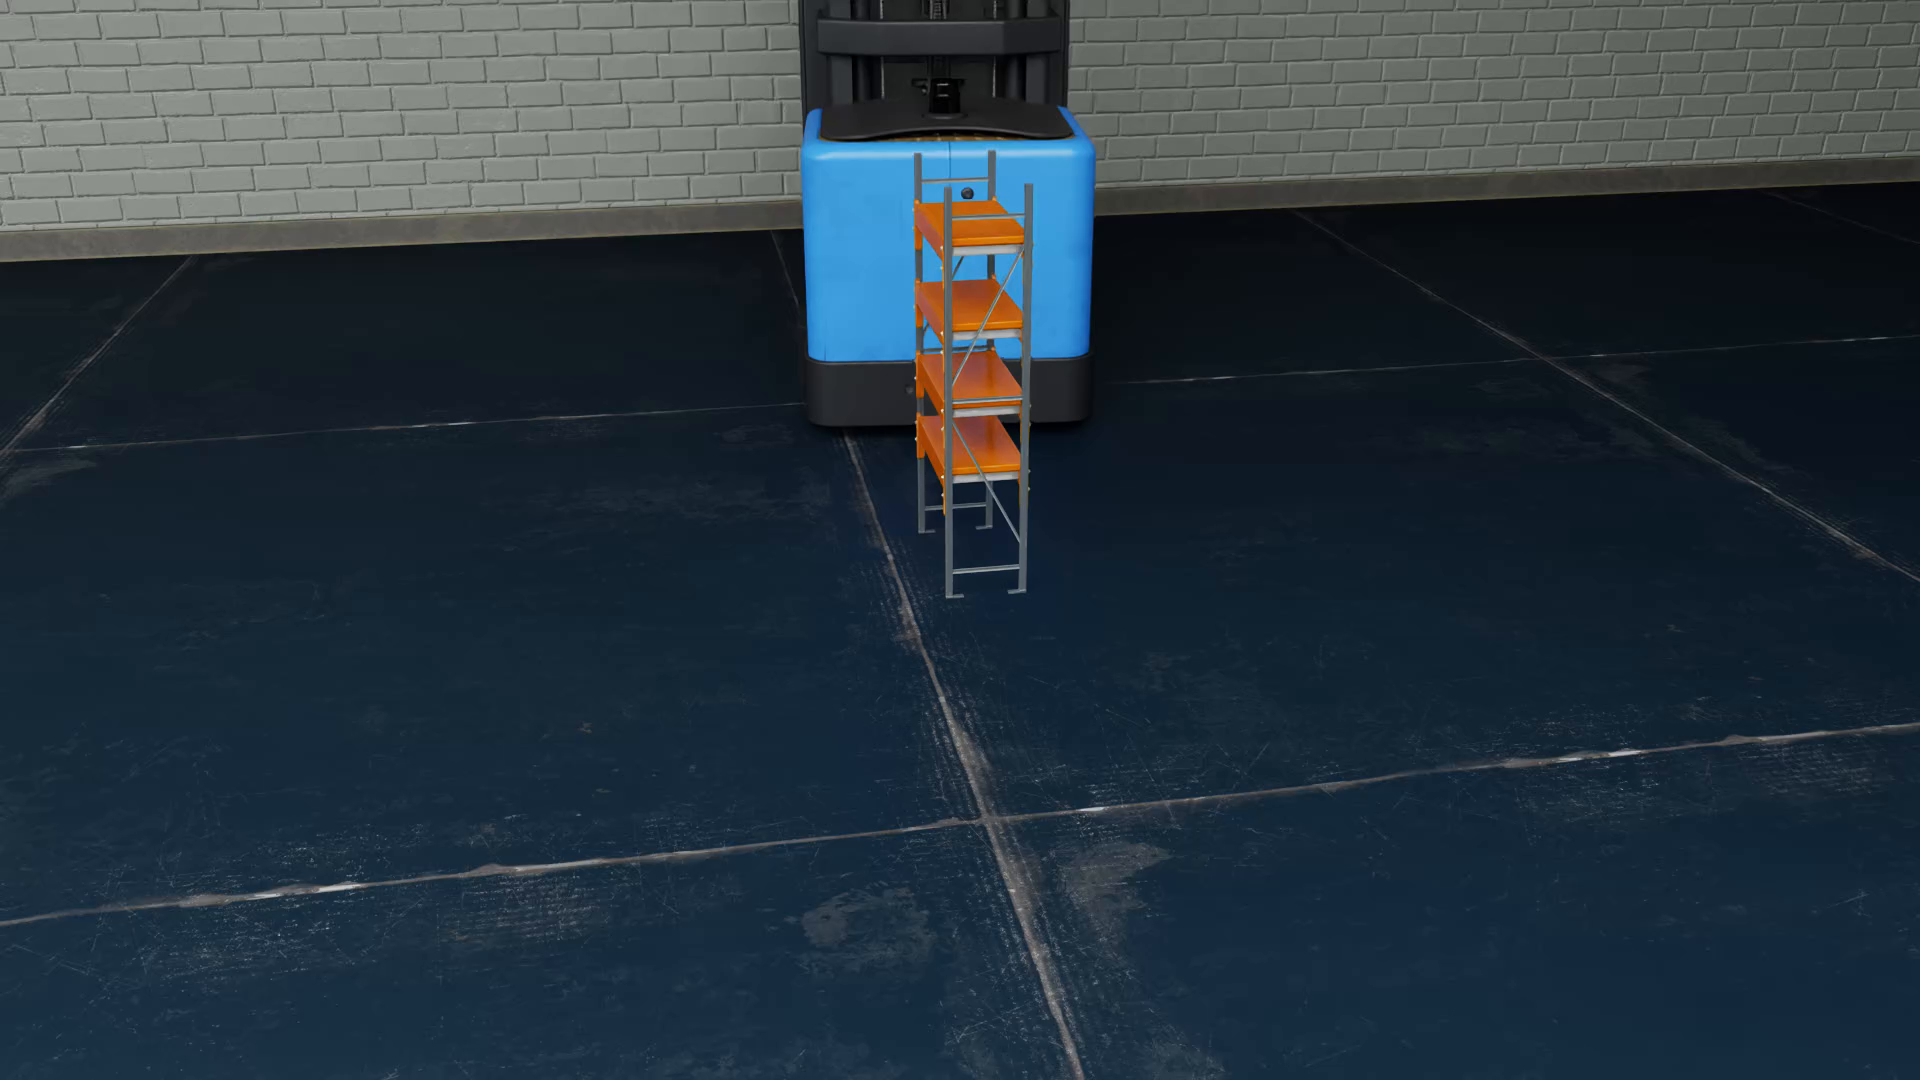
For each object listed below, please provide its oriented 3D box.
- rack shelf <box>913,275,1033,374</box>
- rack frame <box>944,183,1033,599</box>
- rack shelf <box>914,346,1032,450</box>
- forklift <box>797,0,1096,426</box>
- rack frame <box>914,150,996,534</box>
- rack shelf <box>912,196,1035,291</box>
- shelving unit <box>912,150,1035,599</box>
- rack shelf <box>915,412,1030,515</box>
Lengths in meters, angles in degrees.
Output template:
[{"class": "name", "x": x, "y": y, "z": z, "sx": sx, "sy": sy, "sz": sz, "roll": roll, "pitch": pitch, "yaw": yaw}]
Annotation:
[{"class": "rack shelf", "x": 0.031, "y": -0.628, "z": 4.798, "sx": 0.258, "sy": 0.148, "sz": 0.480, "roll": -4, "pitch": 24, "yaw": -10}, {"class": "rack frame", "x": 0.076, "y": -0.389, "z": 4.641, "sx": 0.240, "sy": 1.200, "sz": 0.015, "roll": -4, "pitch": 24, "yaw": -10}, {"class": "rack shelf", "x": 0.031, "y": -0.423, "z": 4.888, "sx": 0.258, "sy": 0.148, "sz": 0.480, "roll": -4, "pitch": 24, "yaw": -10}, {"class": "forklift", "x": -0.119, "y": -2.301, "z": 6.858, "sx": 1.130, "sy": 2.935, "sz": 3.031, "roll": -1, "pitch": 24, "yaw": -3}, {"class": "rack frame", "x": -0.015, "y": -0.581, "z": 5.081, "sx": 0.240, "sy": 1.200, "sz": 0.015, "roll": -4, "pitch": 24, "yaw": -10}, {"class": "rack shelf", "x": 0.031, "y": -0.845, "z": 4.704, "sx": 0.258, "sy": 0.148, "sz": 0.480, "roll": -4, "pitch": 24, "yaw": -10}, {"class": "shelving unit", "x": 0.031, "y": -0.485, "z": 4.861, "sx": 0.258, "sy": 1.200, "sz": 0.503, "roll": -4, "pitch": 24, "yaw": -10}, {"class": "rack shelf", "x": 0.031, "y": -0.241, "z": 4.967, "sx": 0.258, "sy": 0.148, "sz": 0.480, "roll": -4, "pitch": 24, "yaw": -10}]
